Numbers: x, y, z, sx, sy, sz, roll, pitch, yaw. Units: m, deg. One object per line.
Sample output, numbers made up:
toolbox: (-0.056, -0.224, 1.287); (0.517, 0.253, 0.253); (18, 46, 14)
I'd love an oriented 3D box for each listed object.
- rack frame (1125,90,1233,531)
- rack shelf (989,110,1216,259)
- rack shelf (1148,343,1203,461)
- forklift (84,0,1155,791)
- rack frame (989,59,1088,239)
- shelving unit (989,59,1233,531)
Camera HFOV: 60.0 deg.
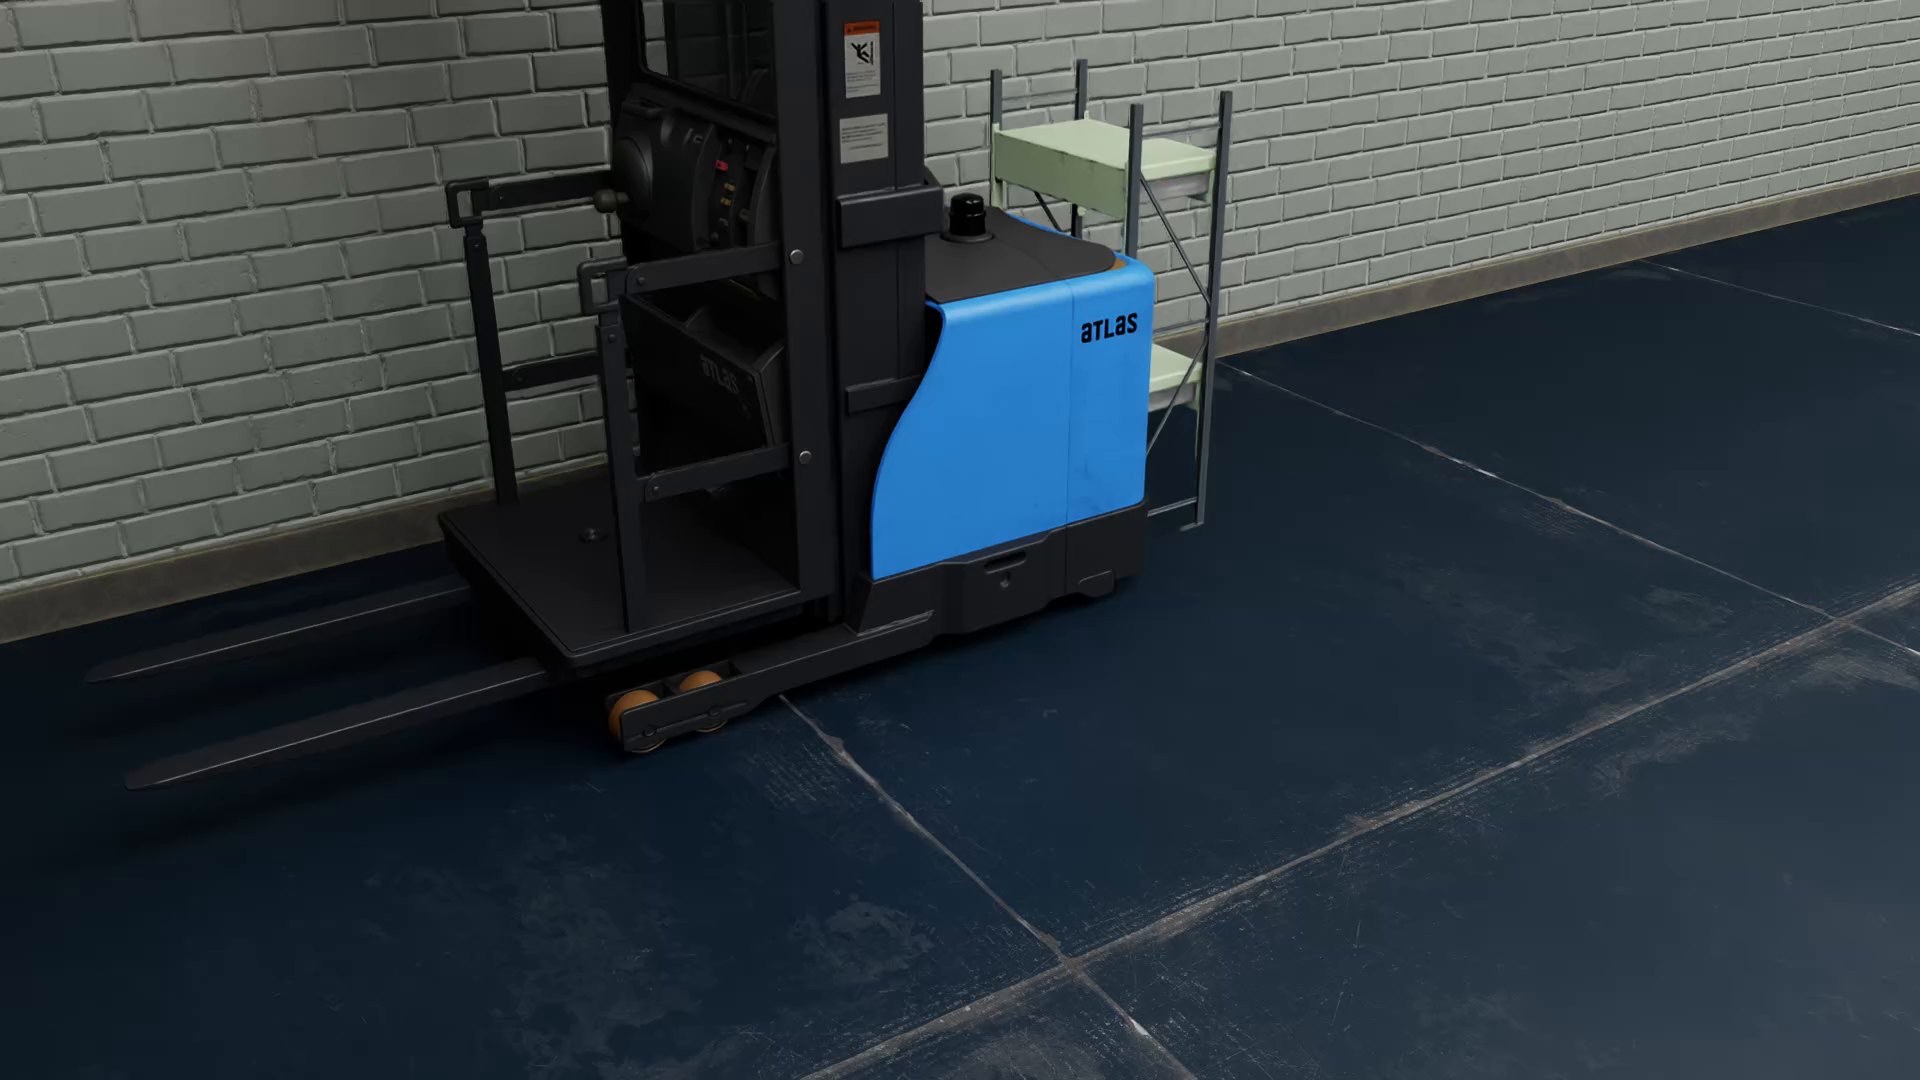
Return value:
rack frame: (0.687, -0.687, 5.448); (0.400, 1.500, 0.023); (-16, 30, -31)
rack shelf: (0.480, -1.168, 5.554); (0.431, 0.370, 0.720); (-16, 30, -31)
rack shelf: (0.480, -0.521, 5.860); (0.431, 0.370, 0.720); (-16, 30, -31)
forklift: (-0.908, -1.003, 4.442); (3.031, 2.935, 1.130); (-16, 30, -30)
rack frame: (0.273, -0.944, 5.993); (0.400, 1.500, 0.023); (-16, 30, -31)
shelving unit: (0.480, -0.815, 5.720); (0.431, 1.500, 0.755); (-16, 30, -31)
